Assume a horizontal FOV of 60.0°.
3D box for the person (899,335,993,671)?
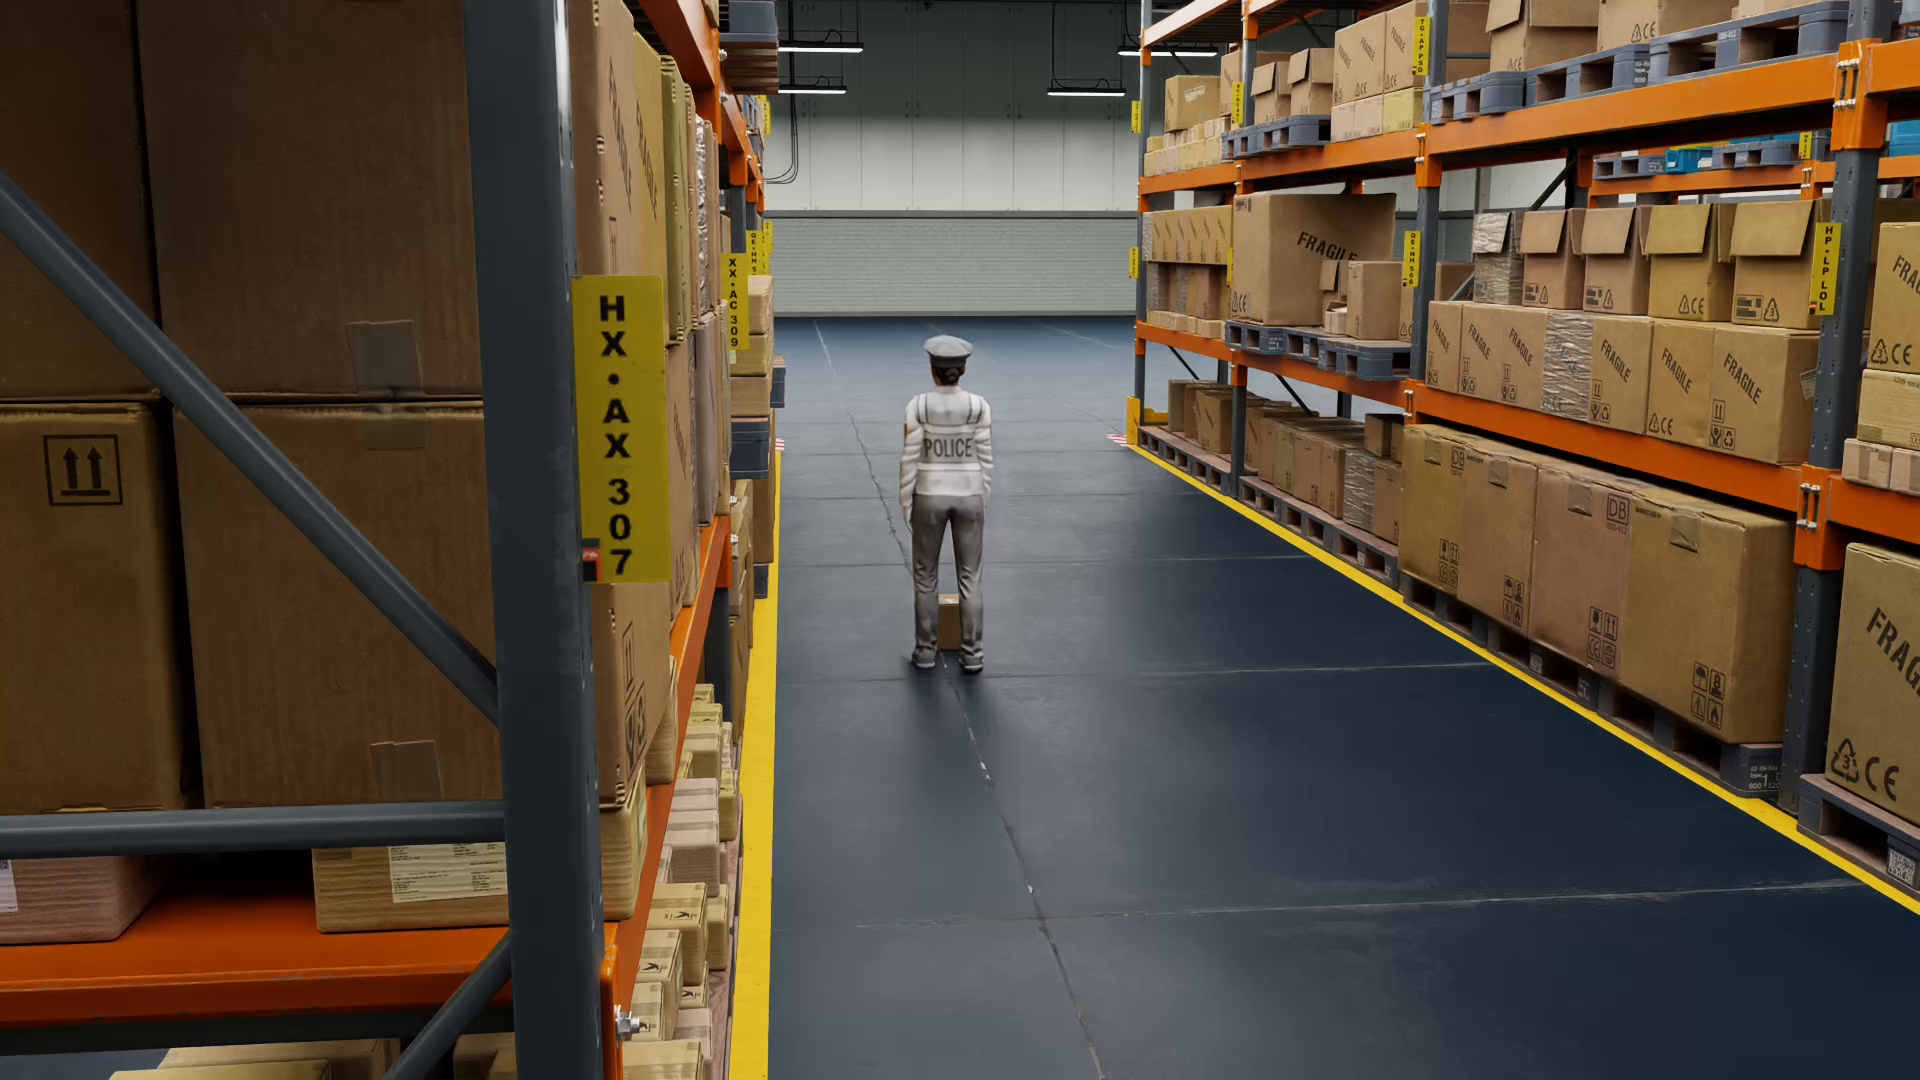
[{"bbox_3d":[-0.073,-0.184,8.380,0.467,1.681,0.363,-1,10,-5],"label":"person"}]
